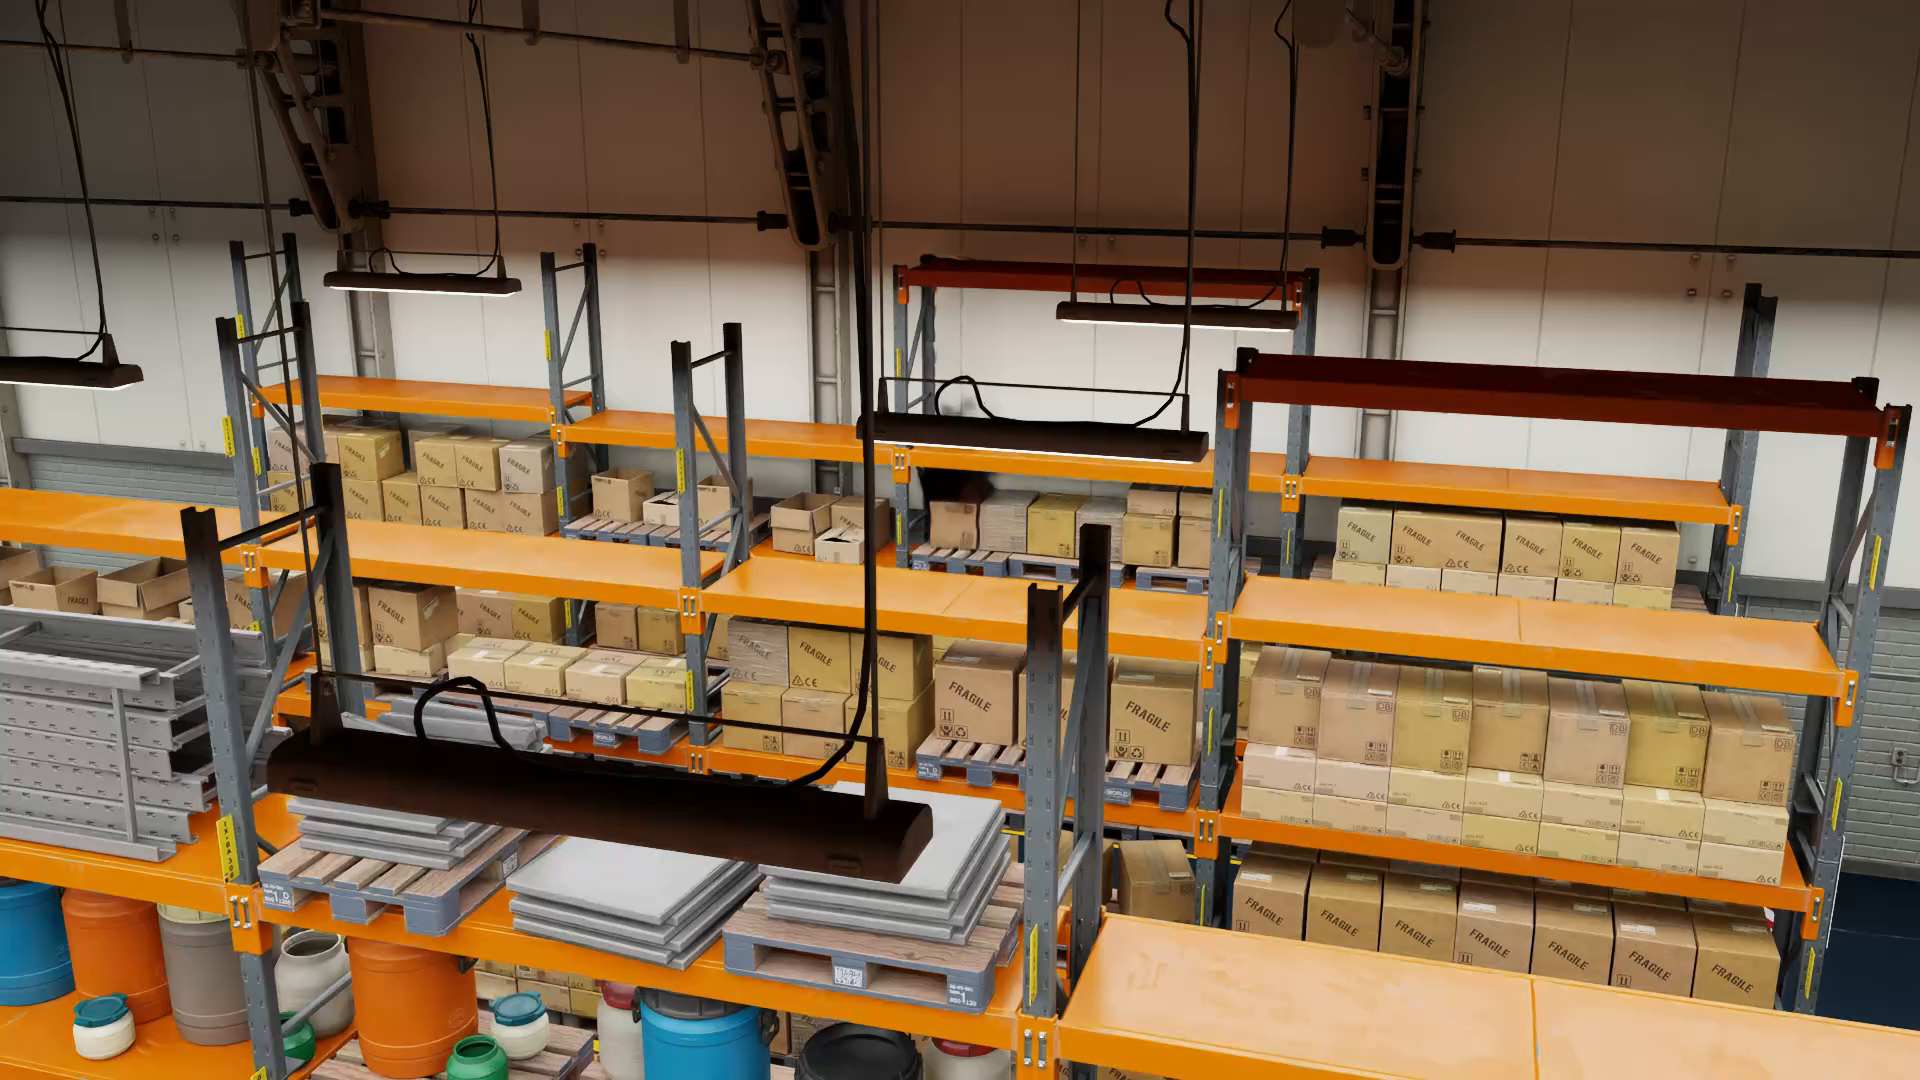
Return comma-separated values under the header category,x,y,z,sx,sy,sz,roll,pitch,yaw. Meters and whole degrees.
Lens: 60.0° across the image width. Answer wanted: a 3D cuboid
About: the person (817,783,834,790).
category,x,y,z,sx,sy,sz,roll,pitch,yaw
person,-1.250,2.591,16.532,0.735,1.835,0.654,2,16,7
